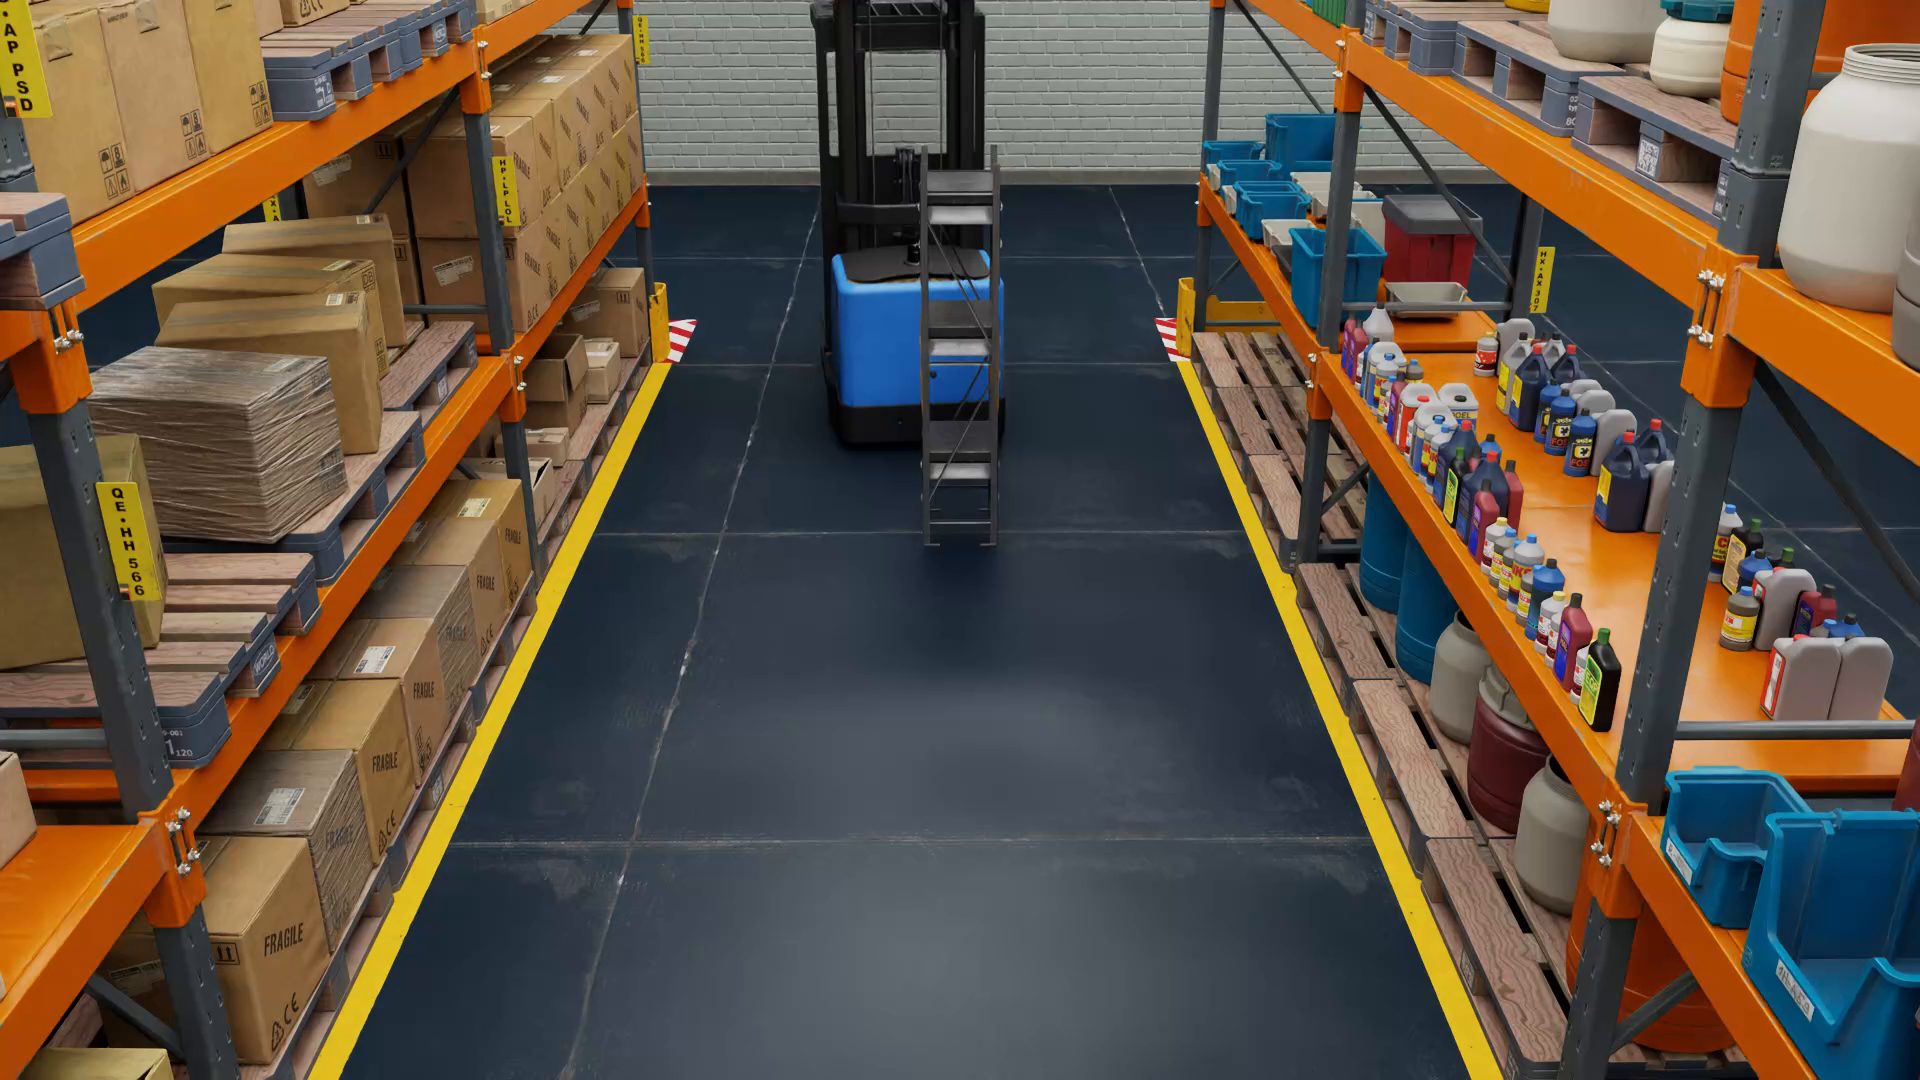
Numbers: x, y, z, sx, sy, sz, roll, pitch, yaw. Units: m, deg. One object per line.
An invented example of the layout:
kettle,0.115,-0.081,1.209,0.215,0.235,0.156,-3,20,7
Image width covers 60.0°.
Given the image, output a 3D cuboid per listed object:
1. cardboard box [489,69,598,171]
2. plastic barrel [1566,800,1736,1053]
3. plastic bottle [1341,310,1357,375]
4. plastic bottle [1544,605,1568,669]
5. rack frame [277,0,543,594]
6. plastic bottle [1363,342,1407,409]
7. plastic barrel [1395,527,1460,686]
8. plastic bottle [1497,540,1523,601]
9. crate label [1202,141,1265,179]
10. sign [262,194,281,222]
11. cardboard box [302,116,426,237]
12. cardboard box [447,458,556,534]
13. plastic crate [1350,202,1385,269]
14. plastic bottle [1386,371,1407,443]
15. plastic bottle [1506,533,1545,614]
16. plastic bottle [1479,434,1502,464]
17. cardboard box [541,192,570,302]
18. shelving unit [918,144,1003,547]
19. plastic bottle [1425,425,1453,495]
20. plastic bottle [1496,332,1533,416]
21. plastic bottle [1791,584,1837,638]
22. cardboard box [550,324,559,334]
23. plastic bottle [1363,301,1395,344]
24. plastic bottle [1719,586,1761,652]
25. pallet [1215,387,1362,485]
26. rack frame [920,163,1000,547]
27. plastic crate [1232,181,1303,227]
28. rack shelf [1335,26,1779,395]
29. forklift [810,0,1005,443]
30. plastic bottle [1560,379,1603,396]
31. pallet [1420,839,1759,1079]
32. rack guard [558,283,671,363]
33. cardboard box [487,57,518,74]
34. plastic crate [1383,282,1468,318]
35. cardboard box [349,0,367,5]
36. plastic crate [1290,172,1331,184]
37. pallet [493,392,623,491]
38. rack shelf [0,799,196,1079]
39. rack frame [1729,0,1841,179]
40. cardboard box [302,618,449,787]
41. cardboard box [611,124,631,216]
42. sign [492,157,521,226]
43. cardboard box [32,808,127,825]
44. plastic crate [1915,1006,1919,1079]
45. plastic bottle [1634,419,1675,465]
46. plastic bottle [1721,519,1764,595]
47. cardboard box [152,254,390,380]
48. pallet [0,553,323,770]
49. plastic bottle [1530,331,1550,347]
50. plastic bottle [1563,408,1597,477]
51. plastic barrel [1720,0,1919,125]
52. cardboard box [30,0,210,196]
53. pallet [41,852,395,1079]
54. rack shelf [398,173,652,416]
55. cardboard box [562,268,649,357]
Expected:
cardboard box,-2.434,-2.444,9.680,0.500,0.500,0.500,0,24,1
plastic barrel,2.282,1.113,5.273,0.600,0.830,0.708,0,24,-1
plastic bottle,1.838,-0.925,7.797,0.061,0.283,0.133,0,24,-1
plastic bottle,1.888,0.300,5.188,0.097,0.201,0.097,0,24,0
rack frame,-2.692,-1.110,8.065,1.000,3.000,0.127,0,24,-1
plastic bottle,1.889,-0.731,7.378,0.152,0.276,0.135,0,24,-1
plastic barrel,2.257,0.150,7.316,0.600,0.901,0.708,0,24,-1
plastic bottle,1.882,0.100,5.631,0.097,0.201,0.097,0,24,0
crate label,1.890,-2.627,11.549,0.416,0.233,0.303,0,24,-1
sign,-3.235,-1.499,7.875,0.100,0.325,0.005,0,24,-1
cardboard box,-2.957,-1.819,8.297,0.500,0.500,0.500,0,24,0
cardboard box,-2.481,-0.260,8.913,0.500,0.311,0.500,0,24,-1
plastic crate,2.428,-1.735,9.516,0.437,0.282,0.530,0,24,-1
plastic bottle,1.848,-0.559,6.988,0.061,0.283,0.133,0,24,-1
plastic bottle,1.884,0.108,5.528,0.097,0.271,0.097,0,24,0
plastic bottle,2.018,-0.276,6.375,0.097,0.271,0.097,0,24,0
cardboard box,-2.434,-1.578,8.978,0.500,0.500,0.500,0,24,0
shelving unit,-0.002,-1.025,8.968,0.431,2.100,0.503,0,24,-1
plastic bottle,1.872,-0.315,6.463,0.097,0.271,0.097,0,24,0
plastic bottle,2.454,-0.731,7.286,0.144,0.351,0.185,0,24,-1
plastic bottle,2.665,0.255,5.188,0.061,0.283,0.133,0,24,-1
cardboard box,-3.008,-1.275,11.232,0.500,0.250,0.500,0,24,-1
plastic bottle,1.941,-0.946,7.761,0.144,0.351,0.185,0,24,-1
plastic bottle,2.493,0.245,5.309,0.097,0.201,0.097,0,24,0
pallet,2.198,-0.667,10.470,1.003,0.211,1.213,0,24,-1
rack frame,0.001,-0.924,8.746,0.400,2.100,0.015,0,24,-1
plastic crate,1.905,-2.085,10.350,0.416,0.233,0.300,0,24,-1
rack shelf,2.282,-1.346,5.819,1.077,0.370,4.000,0,24,-1
forklift,-0.414,-2.517,11.259,1.130,2.935,3.031,-3,25,-7
plastic bottle,2.598,-0.555,6.989,0.152,0.276,0.135,0,24,-1
pallet,2.254,1.463,5.759,1.003,0.211,1.213,0,24,-1
rack guard,-2.735,-1.588,12.156,1.175,0.500,0.348,0,24,-1
cardboard box,-2.981,-2.654,10.144,0.500,0.500,0.500,0,24,0
plastic crate,2.398,-1.231,8.579,0.396,0.136,0.243,0,24,-1
cardboard box,-2.761,-2.552,6.860,0.600,0.600,0.600,-3,24,-6
plastic crate,2.407,-2.351,11.056,0.396,0.136,0.243,0,24,-1
pallet,-2.715,-0.627,10.380,1.003,0.211,1.213,0,24,-1
rack shelf,-2.627,1.690,2.747,1.077,0.370,4.000,0,24,-1
rack frame,2.304,-2.216,3.231,1.000,3.000,0.127,0,24,-1
cardboard box,-2.391,0.650,6.672,0.500,0.500,0.500,-1,24,-2
cardboard box,-2.450,-2.407,10.811,0.500,0.500,0.500,0,24,0
sign,-2.138,-1.642,7.836,0.100,0.325,0.005,0,24,-1
cardboard box,-2.899,0.727,5.592,0.500,0.250,0.500,1,24,1
plastic crate,2.016,1.155,2.978,0.402,0.464,0.583,0,24,-1
plastic bottle,2.610,-0.278,6.284,0.144,0.351,0.185,0,24,-1
plastic bottle,2.659,0.049,5.643,0.061,0.283,0.133,0,24,-1
cardboard box,-2.840,-0.868,6.898,0.700,0.500,0.500,4,25,8
pallet,-2.726,0.346,5.077,1.213,0.211,1.003,0,24,-1
plastic bottle,2.636,-0.822,7.569,0.061,0.283,0.133,0,24,-1
plastic bottle,2.477,-0.394,6.637,0.097,0.271,0.097,0,24,0
plastic barrel,2.301,-1.471,4.191,0.600,0.830,0.708,0,24,-1
cardboard box,-2.693,-1.264,4.644,0.910,0.500,0.500,0,24,-1
pallet,-2.619,1.501,5.676,1.003,0.211,1.213,0,24,-1
rack shelf,-2.714,-1.607,10.036,1.077,0.370,4.000,0,24,-1
cardboard box,-2.484,-1.597,11.641,0.500,0.500,0.500,0,24,-1
